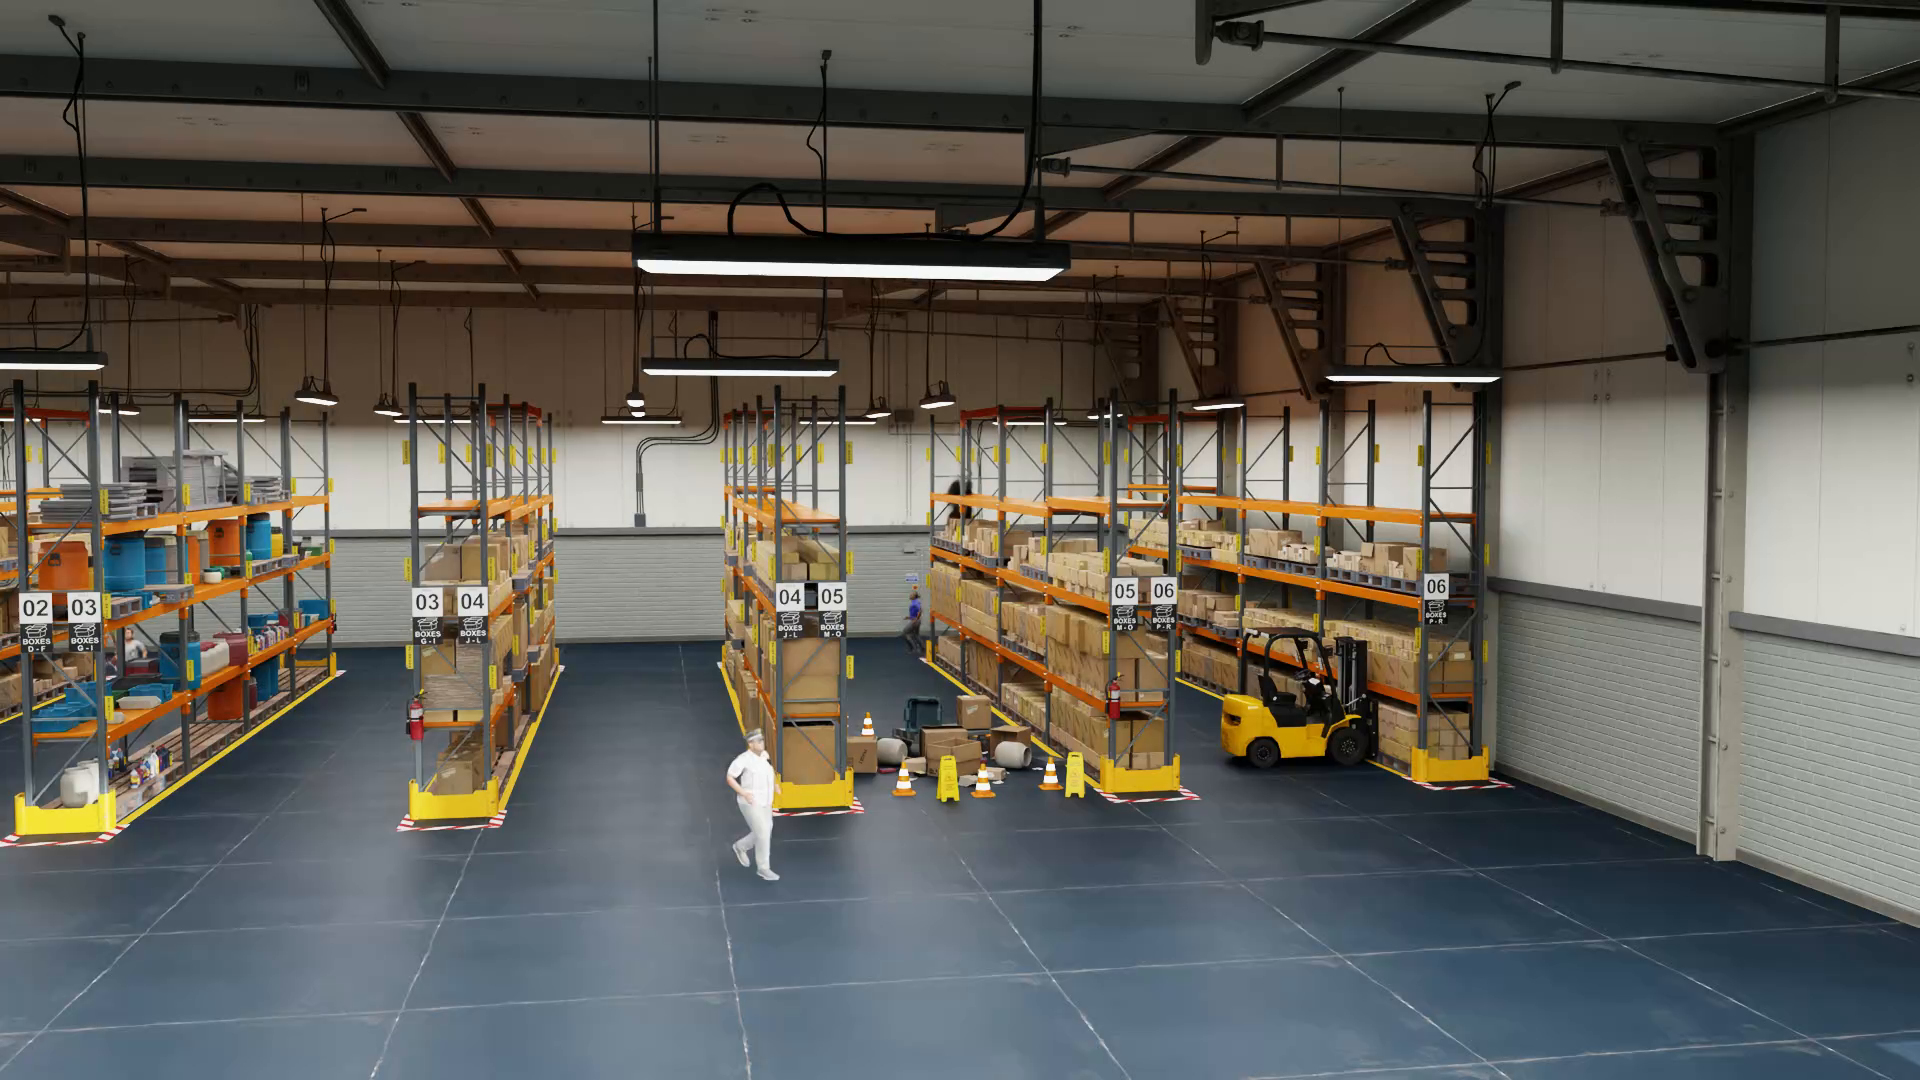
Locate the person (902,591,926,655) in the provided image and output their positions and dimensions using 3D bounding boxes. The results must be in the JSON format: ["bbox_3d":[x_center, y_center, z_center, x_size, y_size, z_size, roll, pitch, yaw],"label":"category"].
[{"bbox_3d":[-1.152,2.088,41.701,0.634,1.632,0.650,0,3,5],"label":"person"}]

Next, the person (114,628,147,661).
[{"bbox_3d":[-16.241,2.531,32.528,0.549,1.632,0.582,-1,3,-15],"label":"person"}]

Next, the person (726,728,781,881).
[{"bbox_3d":[-2.445,3.119,19.776,0.740,1.780,0.670,2,3,31],"label":"person"}]

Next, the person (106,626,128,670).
[{"bbox_3d":[-19.135,2.258,37.839,0.929,1.623,0.634,1,3,14],"label":"person"}]
